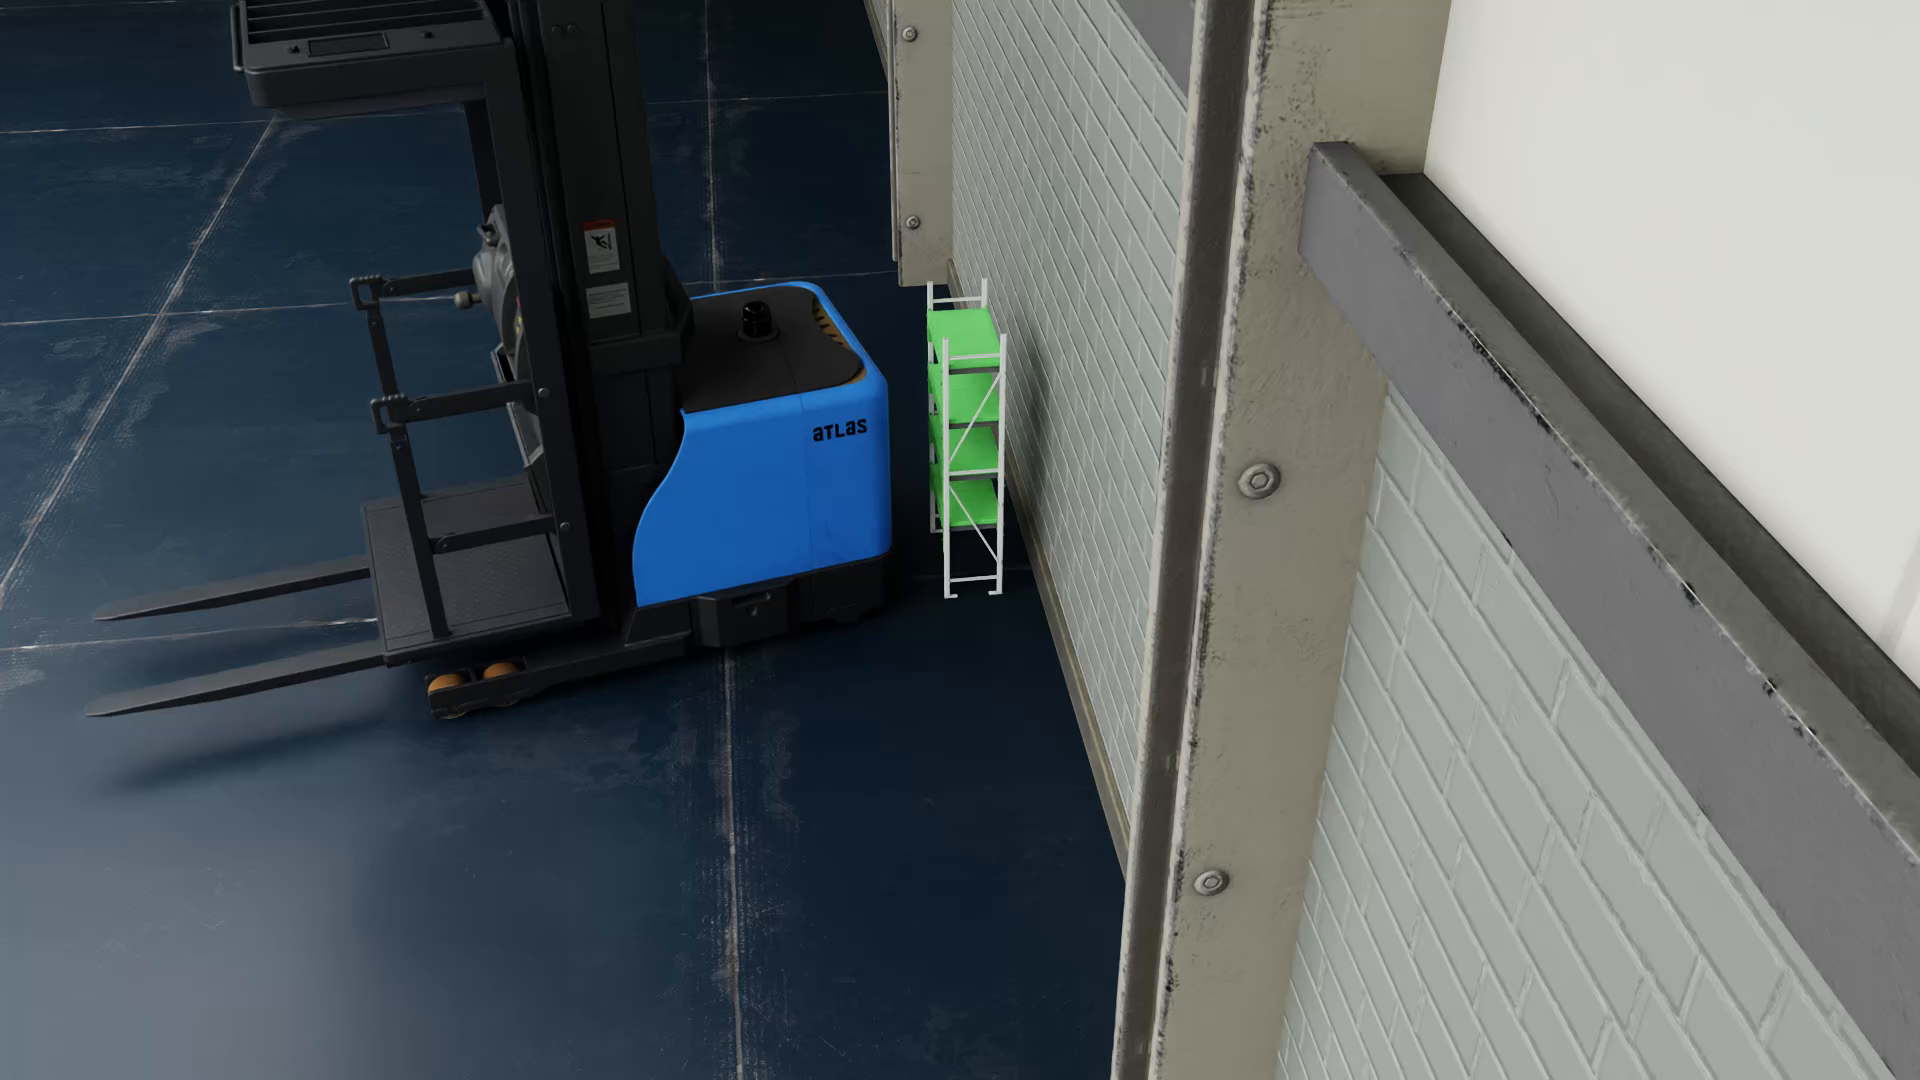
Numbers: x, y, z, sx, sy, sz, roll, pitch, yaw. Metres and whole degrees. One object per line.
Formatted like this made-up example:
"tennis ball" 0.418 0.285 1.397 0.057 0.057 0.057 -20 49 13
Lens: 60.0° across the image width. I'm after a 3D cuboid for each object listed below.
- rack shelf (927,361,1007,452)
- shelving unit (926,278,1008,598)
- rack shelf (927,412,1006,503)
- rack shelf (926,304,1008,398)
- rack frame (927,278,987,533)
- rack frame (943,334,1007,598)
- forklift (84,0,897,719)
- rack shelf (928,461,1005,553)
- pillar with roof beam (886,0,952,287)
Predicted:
"rack shelf" 0.022 -0.549 6.677 0.258 0.148 0.480 -4 35 -6
"shelving unit" 0.022 -0.403 6.777 0.258 1.200 0.503 -4 35 -6
"rack shelf" 0.022 -0.351 6.813 0.258 0.148 0.480 -4 35 -6
"rack shelf" 0.022 -0.747 6.542 0.258 0.148 0.480 -4 35 -6
"rack frame" -0.011 -0.540 6.976 0.240 1.200 0.015 -4 35 -6
"rack frame" 0.055 -0.267 6.577 0.240 1.200 0.015 -4 35 -6
"forklift" -1.829 -0.876 5.933 3.031 2.935 1.130 -12 36 -17
"rack shelf" 0.022 -0.152 6.948 0.258 0.148 0.480 -4 35 -6
"pillar with roof beam" -4.478 -4.938 6.505 9.100 9.000 0.400 -4 35 -6
